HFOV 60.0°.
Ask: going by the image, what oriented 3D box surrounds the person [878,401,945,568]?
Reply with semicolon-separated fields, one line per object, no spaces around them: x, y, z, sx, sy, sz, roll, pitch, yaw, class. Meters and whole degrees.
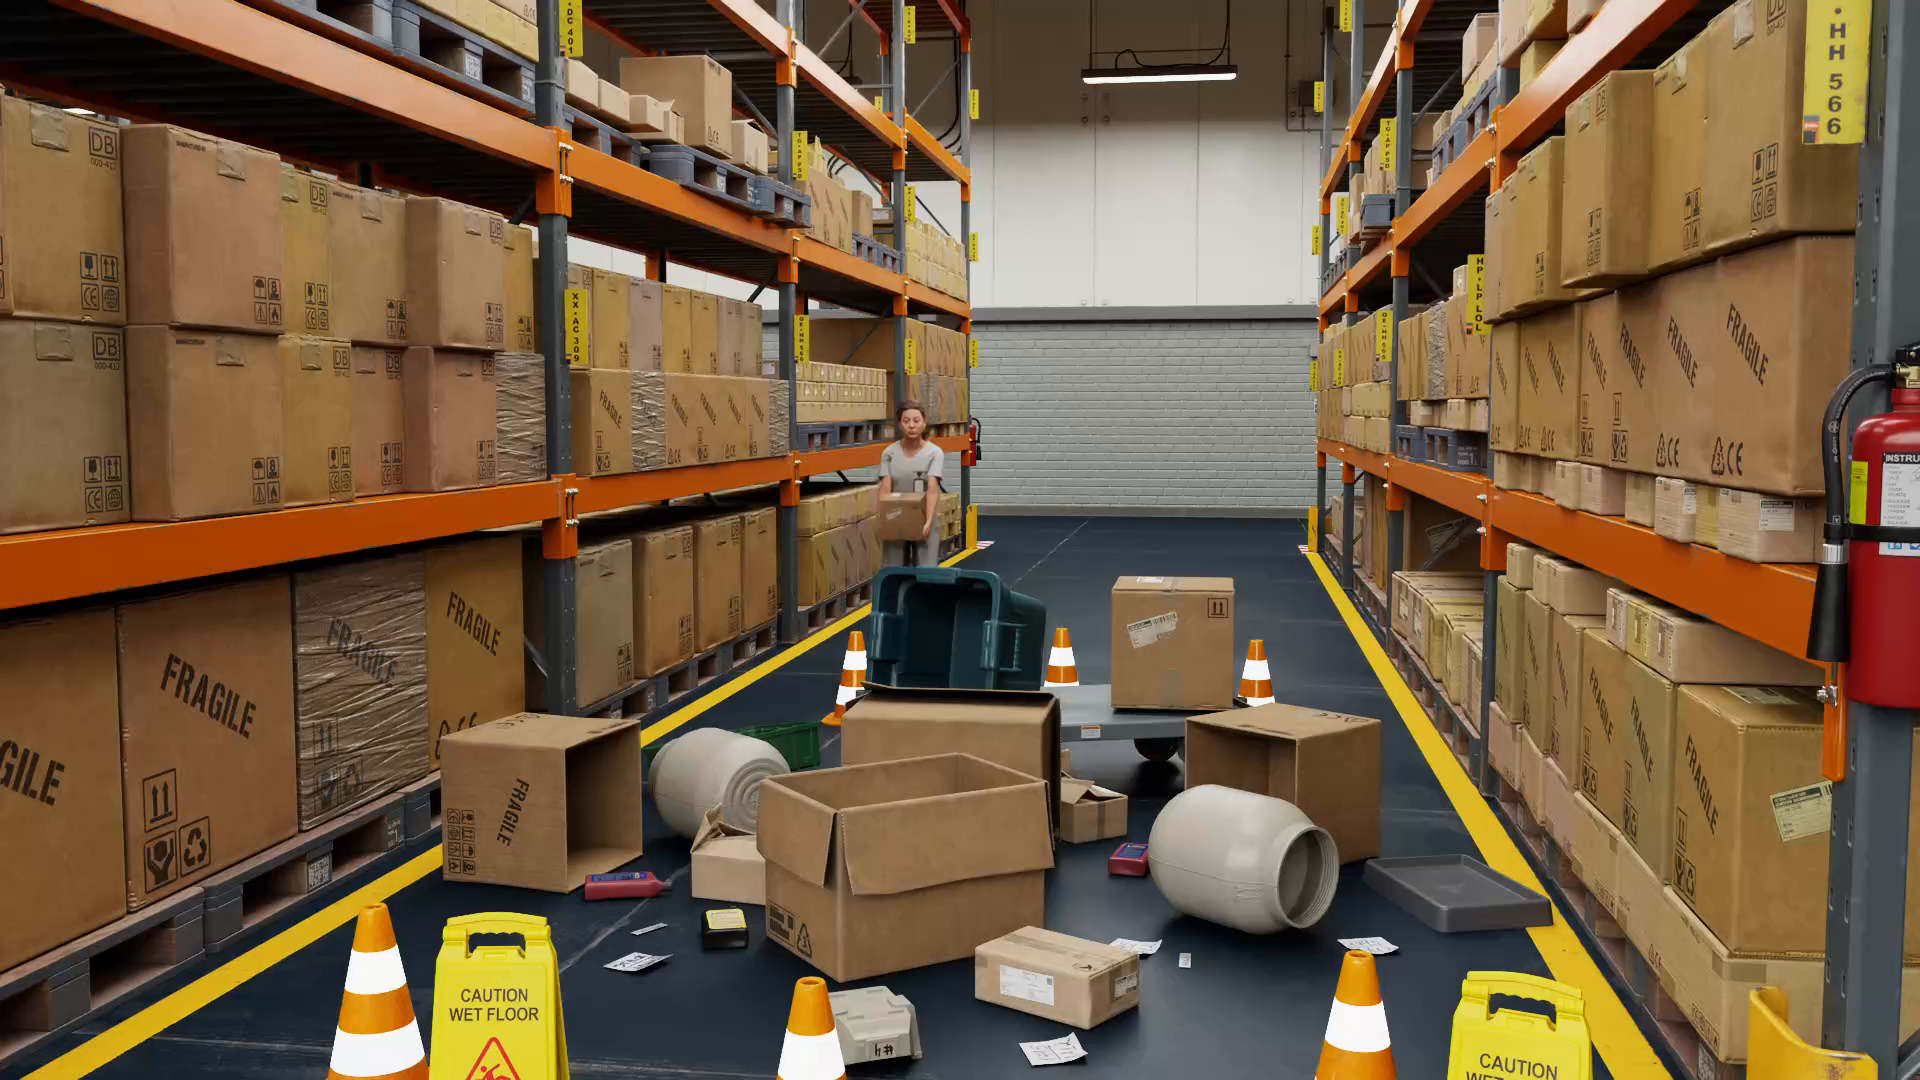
-0.312;-0.039;10.454;0.411;1.666;0.506;1;5;8;person
